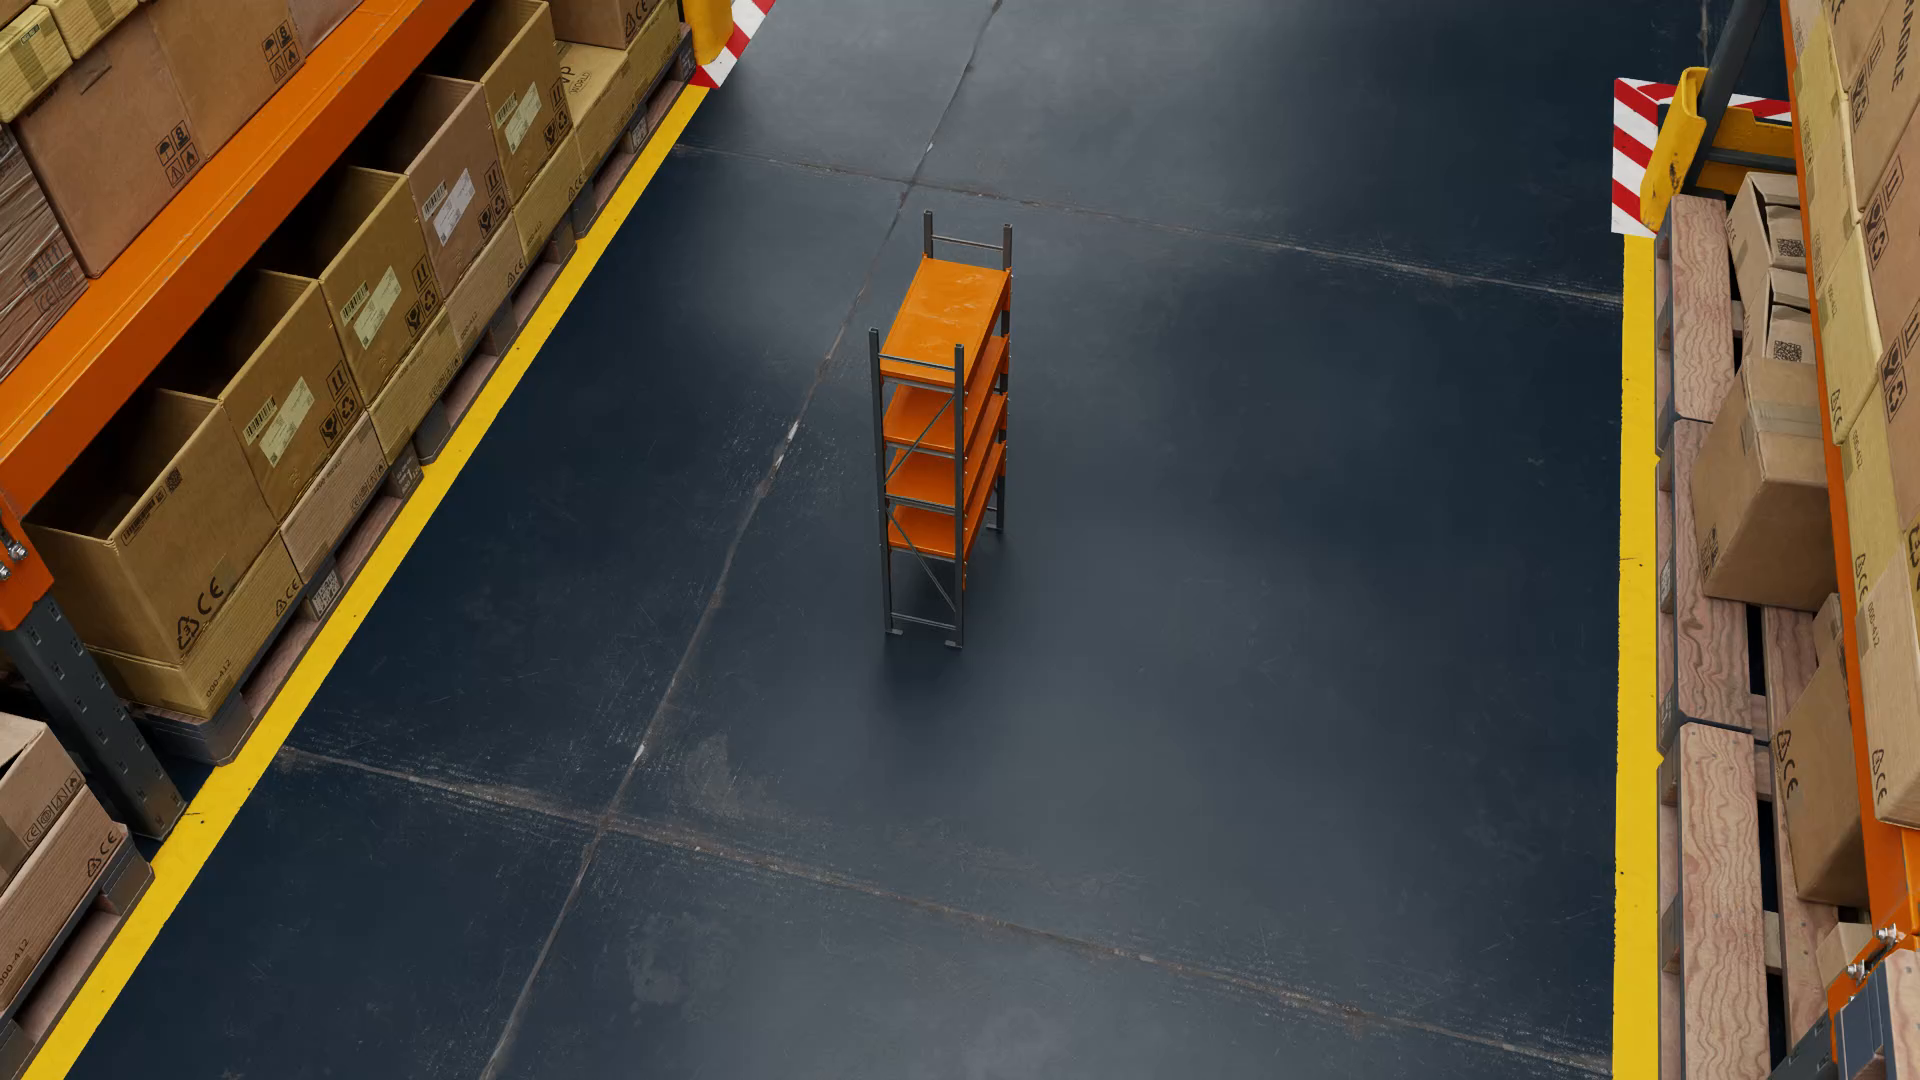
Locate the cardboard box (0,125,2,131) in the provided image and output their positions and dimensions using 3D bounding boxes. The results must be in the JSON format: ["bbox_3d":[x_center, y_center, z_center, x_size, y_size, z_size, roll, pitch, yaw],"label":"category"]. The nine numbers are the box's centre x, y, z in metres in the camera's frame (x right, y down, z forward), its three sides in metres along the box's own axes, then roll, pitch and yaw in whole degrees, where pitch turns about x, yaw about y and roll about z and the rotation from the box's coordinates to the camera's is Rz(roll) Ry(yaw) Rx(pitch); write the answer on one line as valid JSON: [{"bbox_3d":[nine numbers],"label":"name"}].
[{"bbox_3d":[-2.308,-0.897,3.542,0.380,0.149,0.250,12,50,11],"label":"cardboard box"}]

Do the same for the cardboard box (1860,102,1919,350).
[{"bbox_3d":[2.244,-0.669,3.426,0.500,0.500,0.500,10,49,9],"label":"cardboard box"}]

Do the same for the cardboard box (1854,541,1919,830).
[{"bbox_3d":[1.981,0.304,3.068,0.500,0.250,0.500,12,50,10],"label":"cardboard box"}]

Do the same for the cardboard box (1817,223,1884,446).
[{"bbox_3d":[2.238,-0.422,3.708,0.500,0.250,0.500,11,50,10],"label":"cardboard box"}]

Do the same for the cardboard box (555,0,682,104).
[{"bbox_3d":[-1.435,-1.988,6.557,0.500,0.250,0.500,12,50,10],"label":"cardboard box"}]

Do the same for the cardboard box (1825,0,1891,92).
[{"bbox_3d":[2.504,-1.421,4.090,0.500,0.500,0.500,10,49,9],"label":"cardboard box"}]

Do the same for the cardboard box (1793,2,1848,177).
[{"bbox_3d":[2.504,-1.151,4.352,0.500,0.250,0.500,11,49,9],"label":"cardboard box"}]

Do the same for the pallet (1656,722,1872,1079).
[{"bbox_3d":[2.291,1.093,4.144,1.003,0.211,1.213,12,50,10],"label":"pallet"}]

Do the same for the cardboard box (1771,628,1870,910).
[{"bbox_3d":[2.383,0.586,4.106,0.500,0.500,0.500,8,49,7],"label":"cardboard box"}]

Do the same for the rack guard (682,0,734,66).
[{"bbox_3d":[-1.572,-2.395,7.030,1.175,0.500,0.348,12,50,10],"label":"rack guard"}]

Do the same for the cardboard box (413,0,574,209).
[{"bbox_3d":[-1.682,-1.509,5.635,0.500,0.500,0.500,12,50,10],"label":"cardboard box"}]

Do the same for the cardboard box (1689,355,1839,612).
[{"bbox_3d":[2.541,-0.132,4.740,0.700,0.500,0.500,9,49,8],"label":"cardboard box"}]

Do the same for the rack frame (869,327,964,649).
[{"bbox_3d":[-0.108,-0.101,4.539,0.240,1.200,0.015,12,50,10],"label":"rack frame"}]

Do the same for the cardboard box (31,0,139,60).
[{"bbox_3d":[-2.174,-1.274,3.874,0.380,0.149,0.250,11,50,10],"label":"cardboard box"}]

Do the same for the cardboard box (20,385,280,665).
[{"bbox_3d":[-2.207,-0.062,4.358,0.500,0.500,0.500,12,50,10],"label":"cardboard box"}]

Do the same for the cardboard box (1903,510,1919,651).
[{"bbox_3d":[1.975,0.055,2.787,0.500,0.500,0.500,11,50,10],"label":"cardboard box"}]

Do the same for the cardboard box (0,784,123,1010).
[{"bbox_3d":[-2.461,0.817,4.082,0.500,0.250,0.500,11,50,10],"label":"cardboard box"}]

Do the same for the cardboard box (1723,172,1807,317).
[{"bbox_3d":[2.933,-1.003,5.635,0.500,0.311,0.500,7,49,6],"label":"cardboard box"}]

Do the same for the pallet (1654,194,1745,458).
[{"bbox_3d":[2.934,-0.672,5.702,1.003,0.211,1.213,12,50,10],"label":"pallet"}]

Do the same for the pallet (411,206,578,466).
[{"bbox_3d":[-2.062,-0.841,5.851,1.003,0.211,1.213,12,50,10],"label":"pallet"}]

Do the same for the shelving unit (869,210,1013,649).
[{"bbox_3d":[-0.044,-0.277,4.694,0.258,1.200,0.503,12,50,10],"label":"shelving unit"}]

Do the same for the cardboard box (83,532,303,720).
[{"bbox_3d":[-2.217,0.184,4.641,0.500,0.250,0.500,12,50,10],"label":"cardboard box"}]

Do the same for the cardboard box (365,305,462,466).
[{"bbox_3d":[-1.944,-0.537,5.278,0.500,0.250,0.500,12,50,10],"label":"cardboard box"}]

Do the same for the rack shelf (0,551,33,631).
[{"bbox_3d":[-3.158,1.373,2.517,1.077,0.370,4.000,12,50,10],"label":"rack shelf"}]

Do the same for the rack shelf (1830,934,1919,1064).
[{"bbox_3d":[1.622,2.348,1.657,1.077,0.370,4.000,12,50,10],"label":"rack shelf"}]

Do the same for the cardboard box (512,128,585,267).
[{"bbox_3d":[-1.684,-1.262,5.917,0.500,0.250,0.500,12,50,10],"label":"cardboard box"}]

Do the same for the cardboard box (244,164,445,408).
[{"bbox_3d":[-1.944,-0.786,4.996,0.500,0.500,0.500,12,50,10],"label":"cardboard box"}]

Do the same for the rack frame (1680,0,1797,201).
[{"bbox_3d":[3.202,-2.230,5.217,1.000,3.000,0.127,12,50,10],"label":"rack frame"}]

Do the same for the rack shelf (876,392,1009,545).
[{"bbox_3d":[-0.044,-0.233,4.745,0.258,0.148,0.480,12,50,10],"label":"rack shelf"}]

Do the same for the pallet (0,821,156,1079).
[{"bbox_3d":[-2.788,1.152,4.093,1.003,0.211,1.213,12,50,10],"label":"pallet"}]

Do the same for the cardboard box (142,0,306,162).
[{"bbox_3d":[-2.252,-1.412,4.429,0.700,0.500,0.500,12,50,11],"label":"cardboard box"}]

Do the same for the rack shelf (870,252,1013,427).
[{"bbox_3d":[-0.044,-0.537,4.400,0.258,0.148,0.480,12,50,10],"label":"rack shelf"}]

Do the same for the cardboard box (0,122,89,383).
[{"bbox_3d":[-2.521,-0.667,3.771,0.700,0.500,0.500,10,49,9],"label":"cardboard box"}]
